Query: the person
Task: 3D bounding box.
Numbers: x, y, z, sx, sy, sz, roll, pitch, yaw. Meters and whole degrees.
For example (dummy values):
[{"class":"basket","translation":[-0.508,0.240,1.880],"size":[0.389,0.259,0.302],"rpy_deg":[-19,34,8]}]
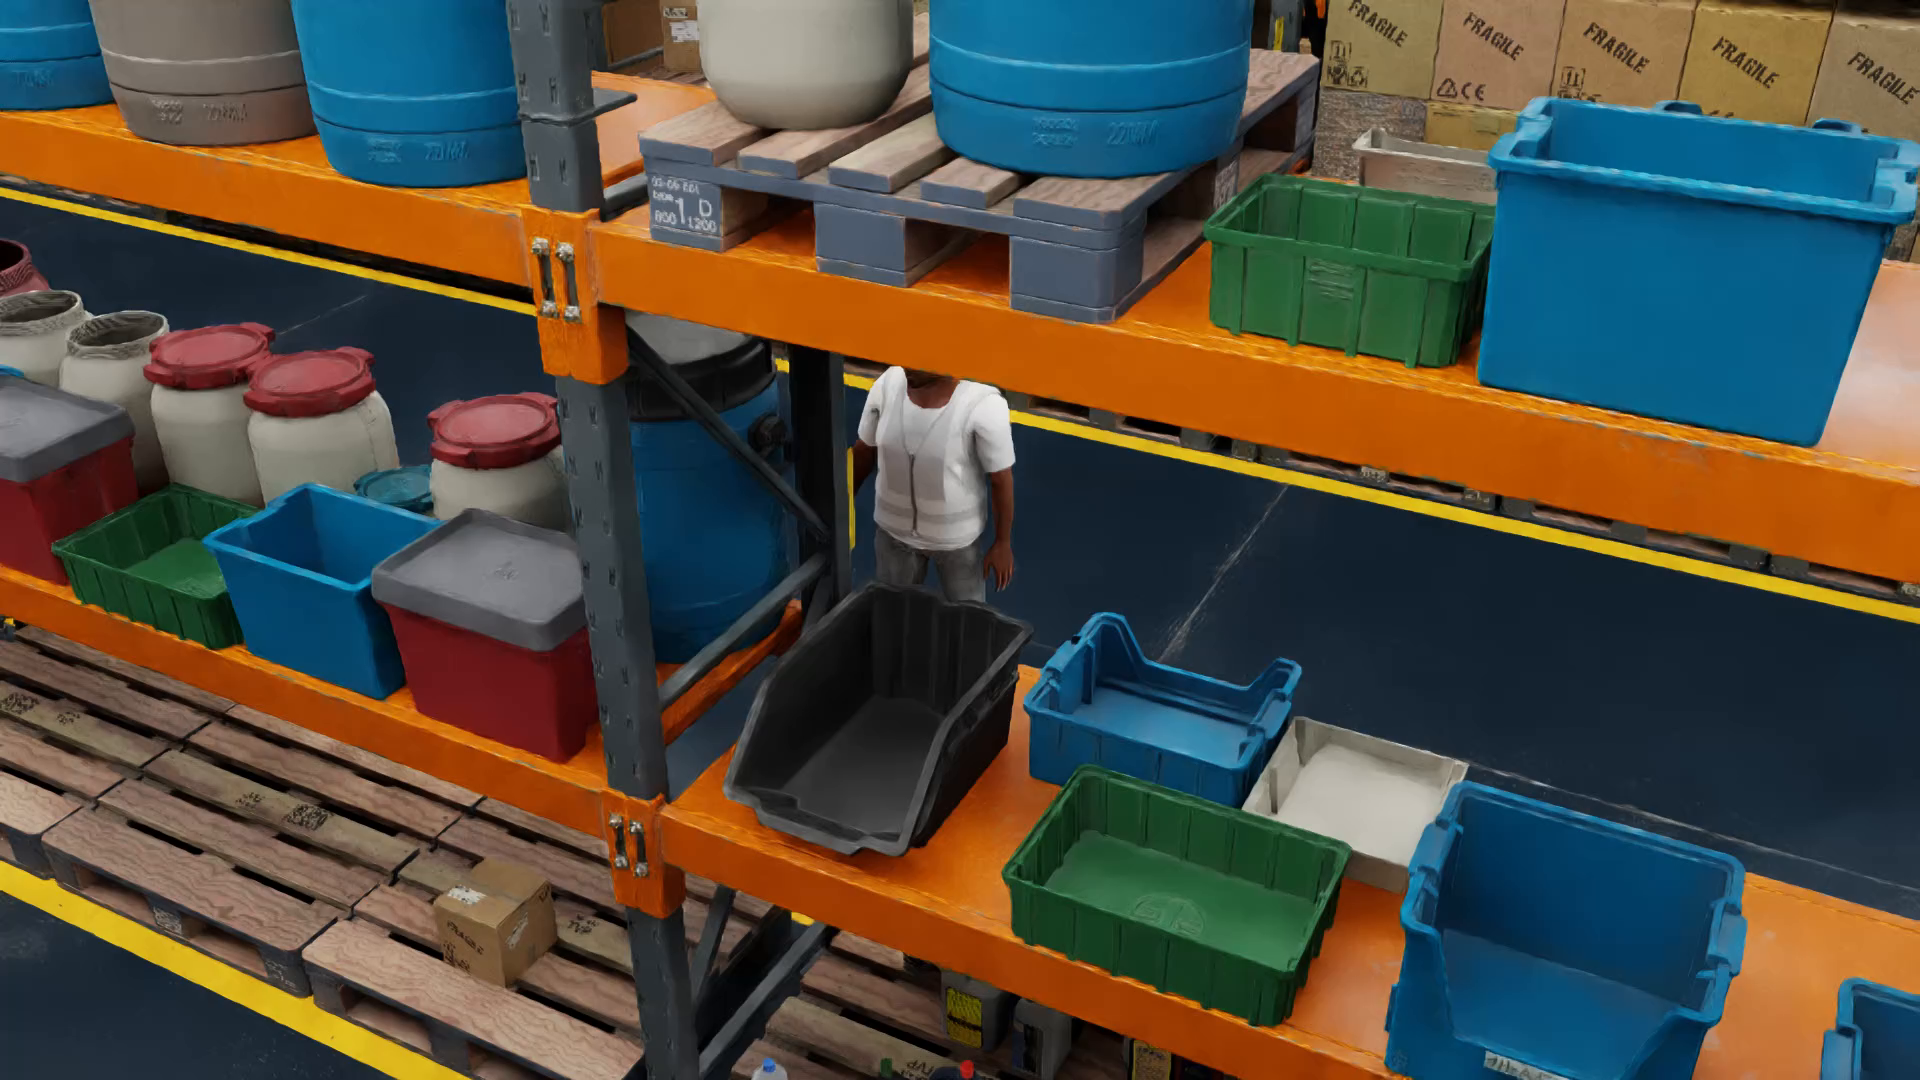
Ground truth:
[{"class":"person","translation":[-0.164,-0.043,6.172],"size":[0.765,1.767,0.619],"rpy_deg":[11,32,18]}]
